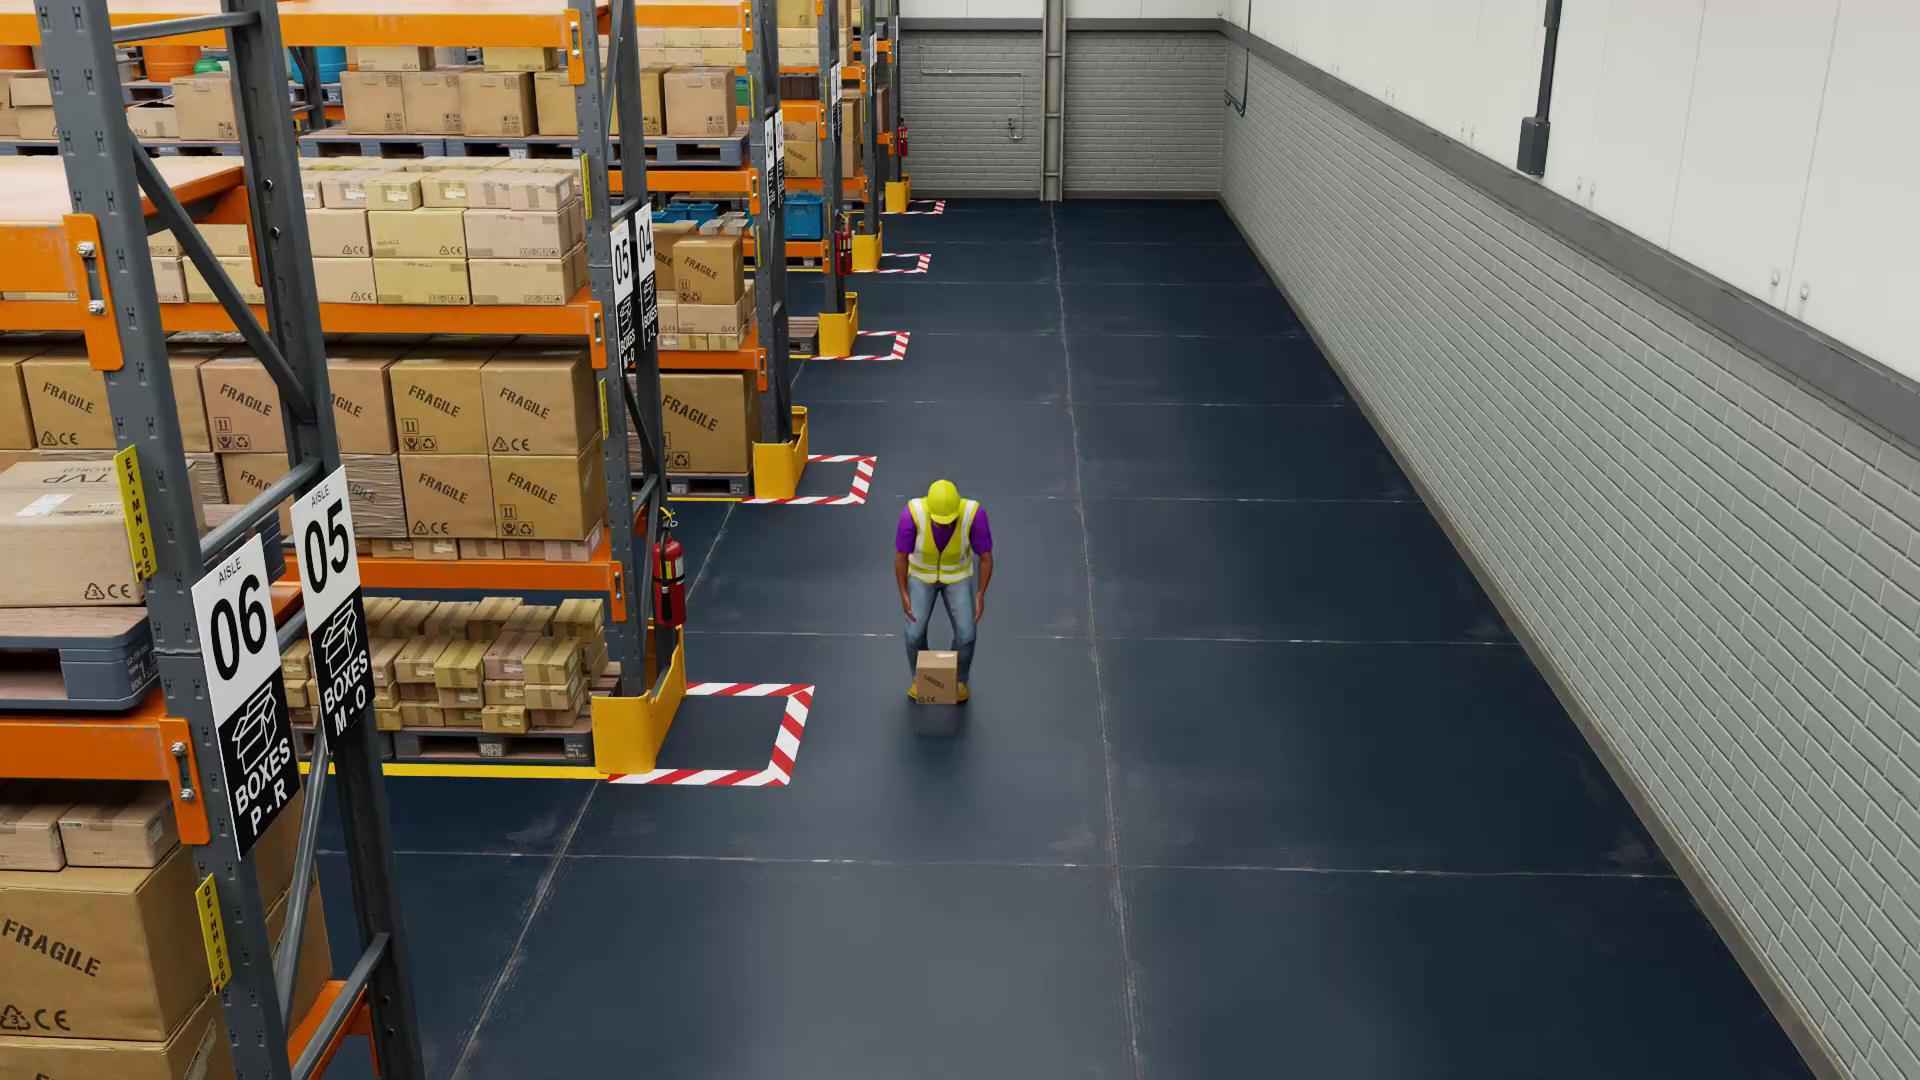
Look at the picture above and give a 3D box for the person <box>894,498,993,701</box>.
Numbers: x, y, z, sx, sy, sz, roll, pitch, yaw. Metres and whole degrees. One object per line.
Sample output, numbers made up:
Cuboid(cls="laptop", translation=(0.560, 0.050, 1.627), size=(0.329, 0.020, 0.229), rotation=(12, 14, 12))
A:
Cuboid(cls="person", translation=(-0.098, 0.297, 10.623), size=(0.625, 1.511, 0.632), rotation=(1, 21, 2))
